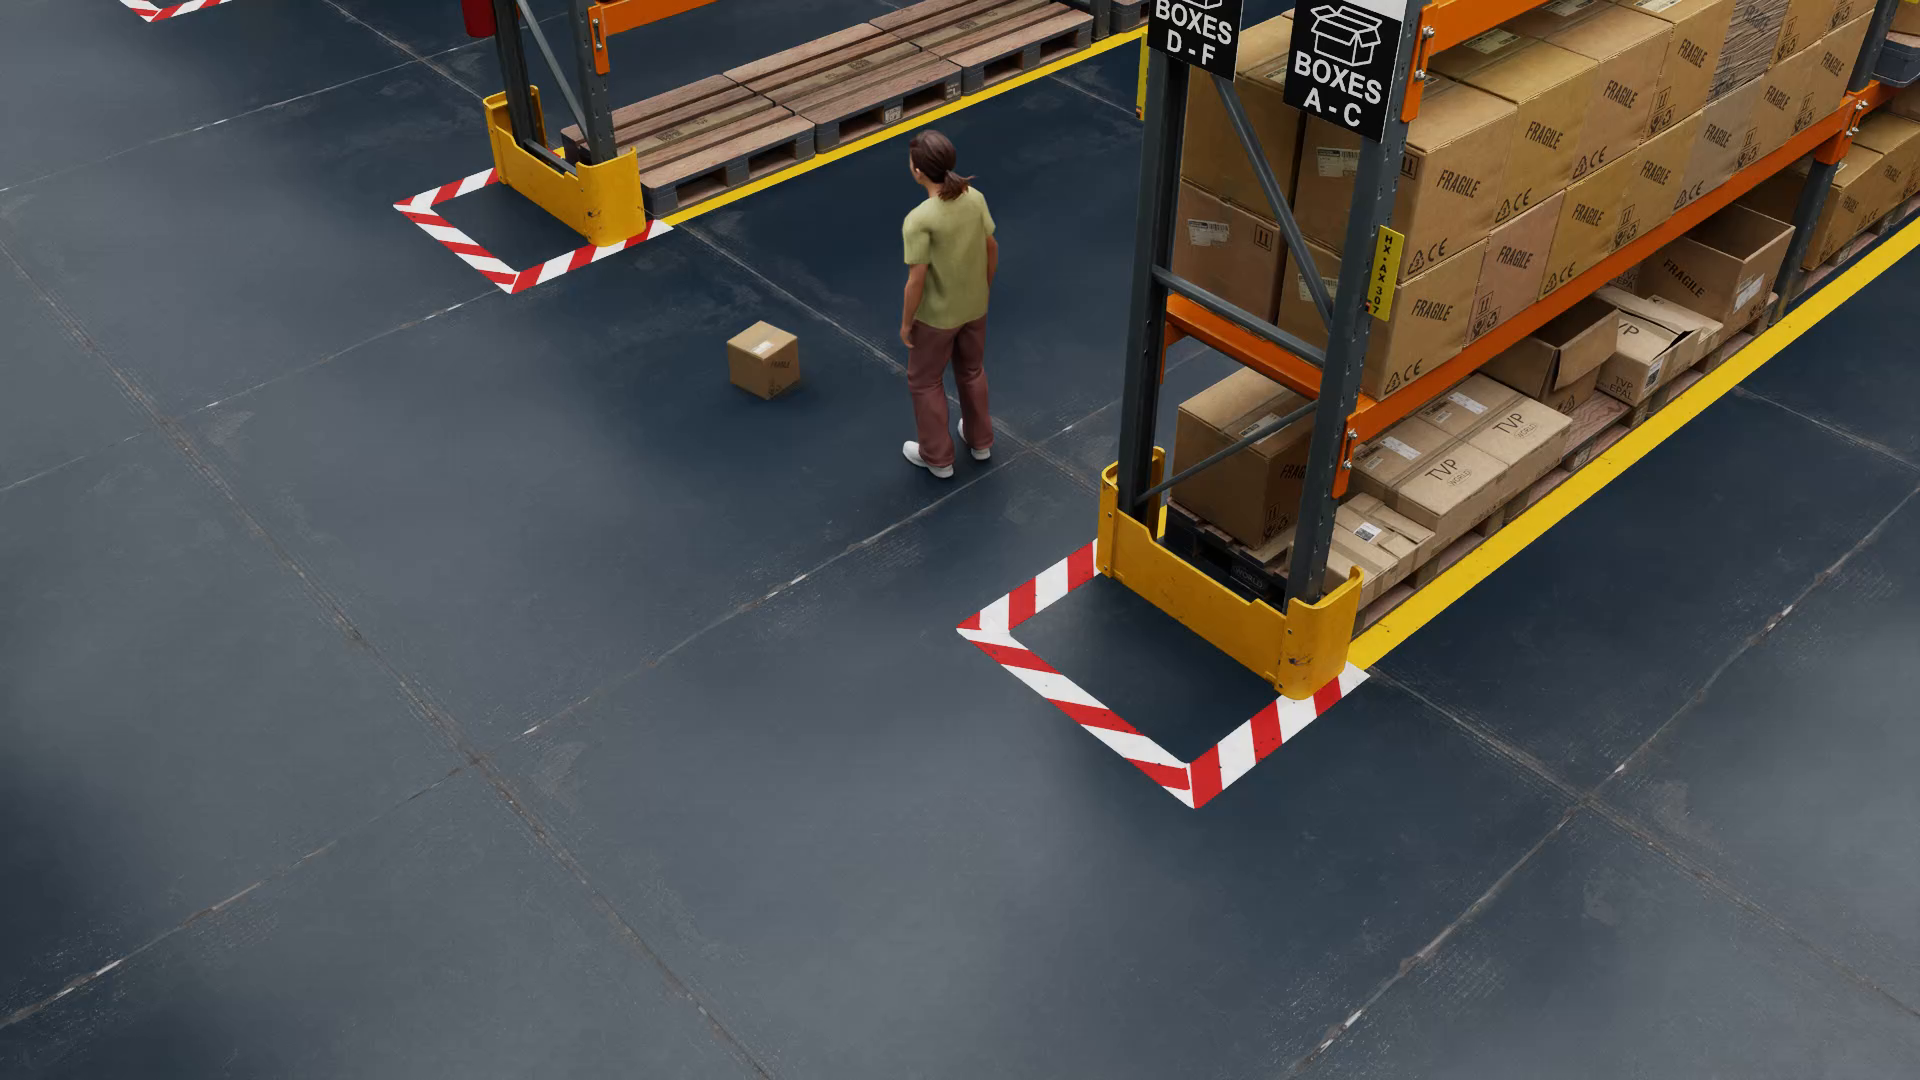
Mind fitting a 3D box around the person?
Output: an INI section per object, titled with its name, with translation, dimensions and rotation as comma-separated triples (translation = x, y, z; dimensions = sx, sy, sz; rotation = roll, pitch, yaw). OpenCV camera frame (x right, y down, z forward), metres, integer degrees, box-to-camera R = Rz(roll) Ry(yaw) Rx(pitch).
[person]
translation = -0.063, -1.025, 7.381
dimensions = 0.518, 1.671, 0.358
rotation = -27, 47, -28
